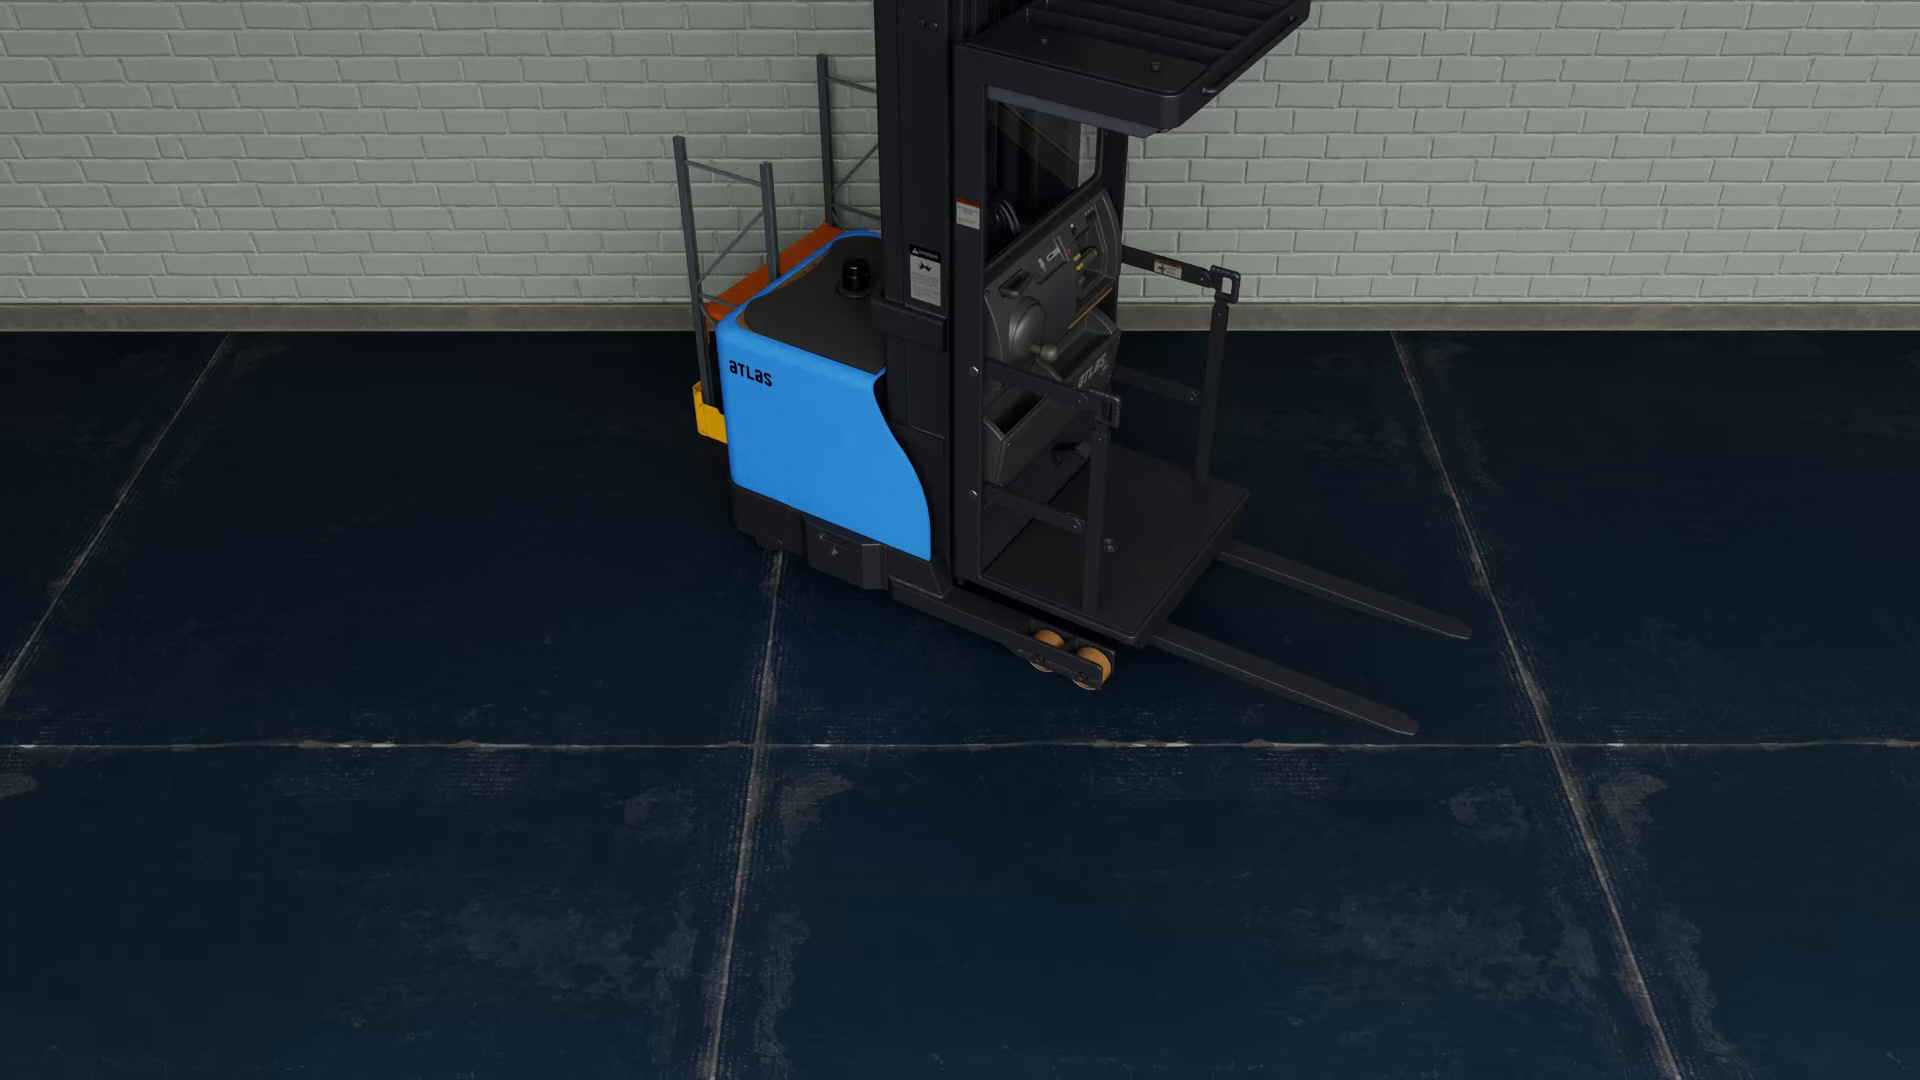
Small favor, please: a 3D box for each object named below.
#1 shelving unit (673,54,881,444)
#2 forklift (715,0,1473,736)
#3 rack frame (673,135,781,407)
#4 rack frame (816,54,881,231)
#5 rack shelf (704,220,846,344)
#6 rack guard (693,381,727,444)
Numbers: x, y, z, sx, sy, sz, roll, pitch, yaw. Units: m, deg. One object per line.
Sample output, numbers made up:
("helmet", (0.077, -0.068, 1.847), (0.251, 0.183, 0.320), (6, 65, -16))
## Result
("shelving unit", (-0.716, -1.285, 7.654), (0.587, 1.500, 1.083), (22, 43, 25))
("forklift", (0.529, -0.939, 6.078), (3.031, 2.935, 1.130), (21, 43, 24))
("rack frame", (-0.983, -1.021, 7.325), (0.500, 1.500, 0.032), (22, 43, 25))
("rack frame", (-0.440, -1.559, 7.996), (0.500, 1.500, 0.032), (22, 43, 25))
("rack shelf", (-0.711, -1.150, 7.773), (0.538, 0.185, 1.000), (22, 43, 25))
("rack guard", (-0.982, -0.534, 7.717), (0.587, 0.250, 0.087), (22, 43, 25))
